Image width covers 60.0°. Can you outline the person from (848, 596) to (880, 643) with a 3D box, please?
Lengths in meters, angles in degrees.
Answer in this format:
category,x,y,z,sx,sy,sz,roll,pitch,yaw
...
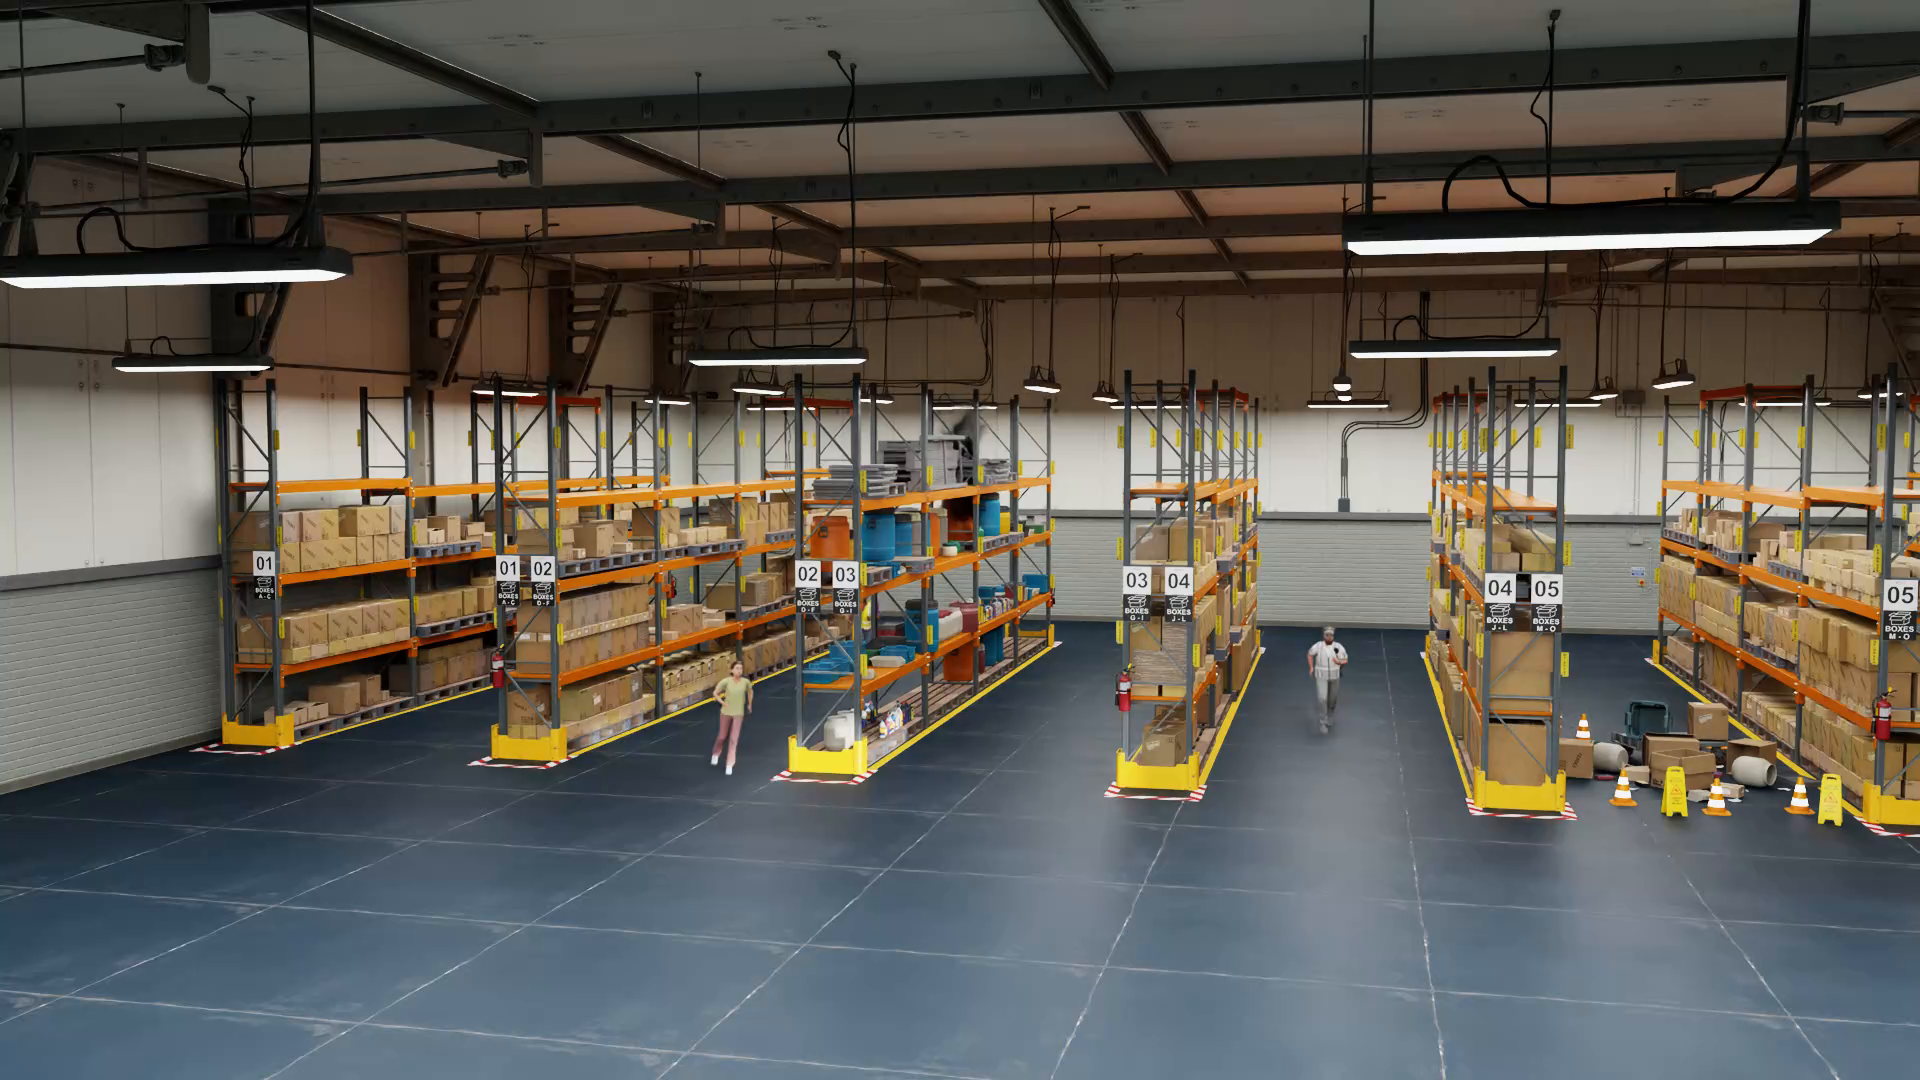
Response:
category,x,y,z,sx,sy,sz,roll,pitch,yaw
person,-2.093,1.952,36.006,0.710,1.747,0.963,0,3,4

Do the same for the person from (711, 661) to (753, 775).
category,x,y,z,sx,sy,sz,roll,pitch,yaw
person,-3.428,2.651,25.182,0.642,1.647,0.949,-1,4,-14

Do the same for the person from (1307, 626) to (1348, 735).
category,x,y,z,sx,sy,sz,roll,pitch,yaw
person,6.335,2.387,28.627,0.646,1.820,0.891,0,3,3
